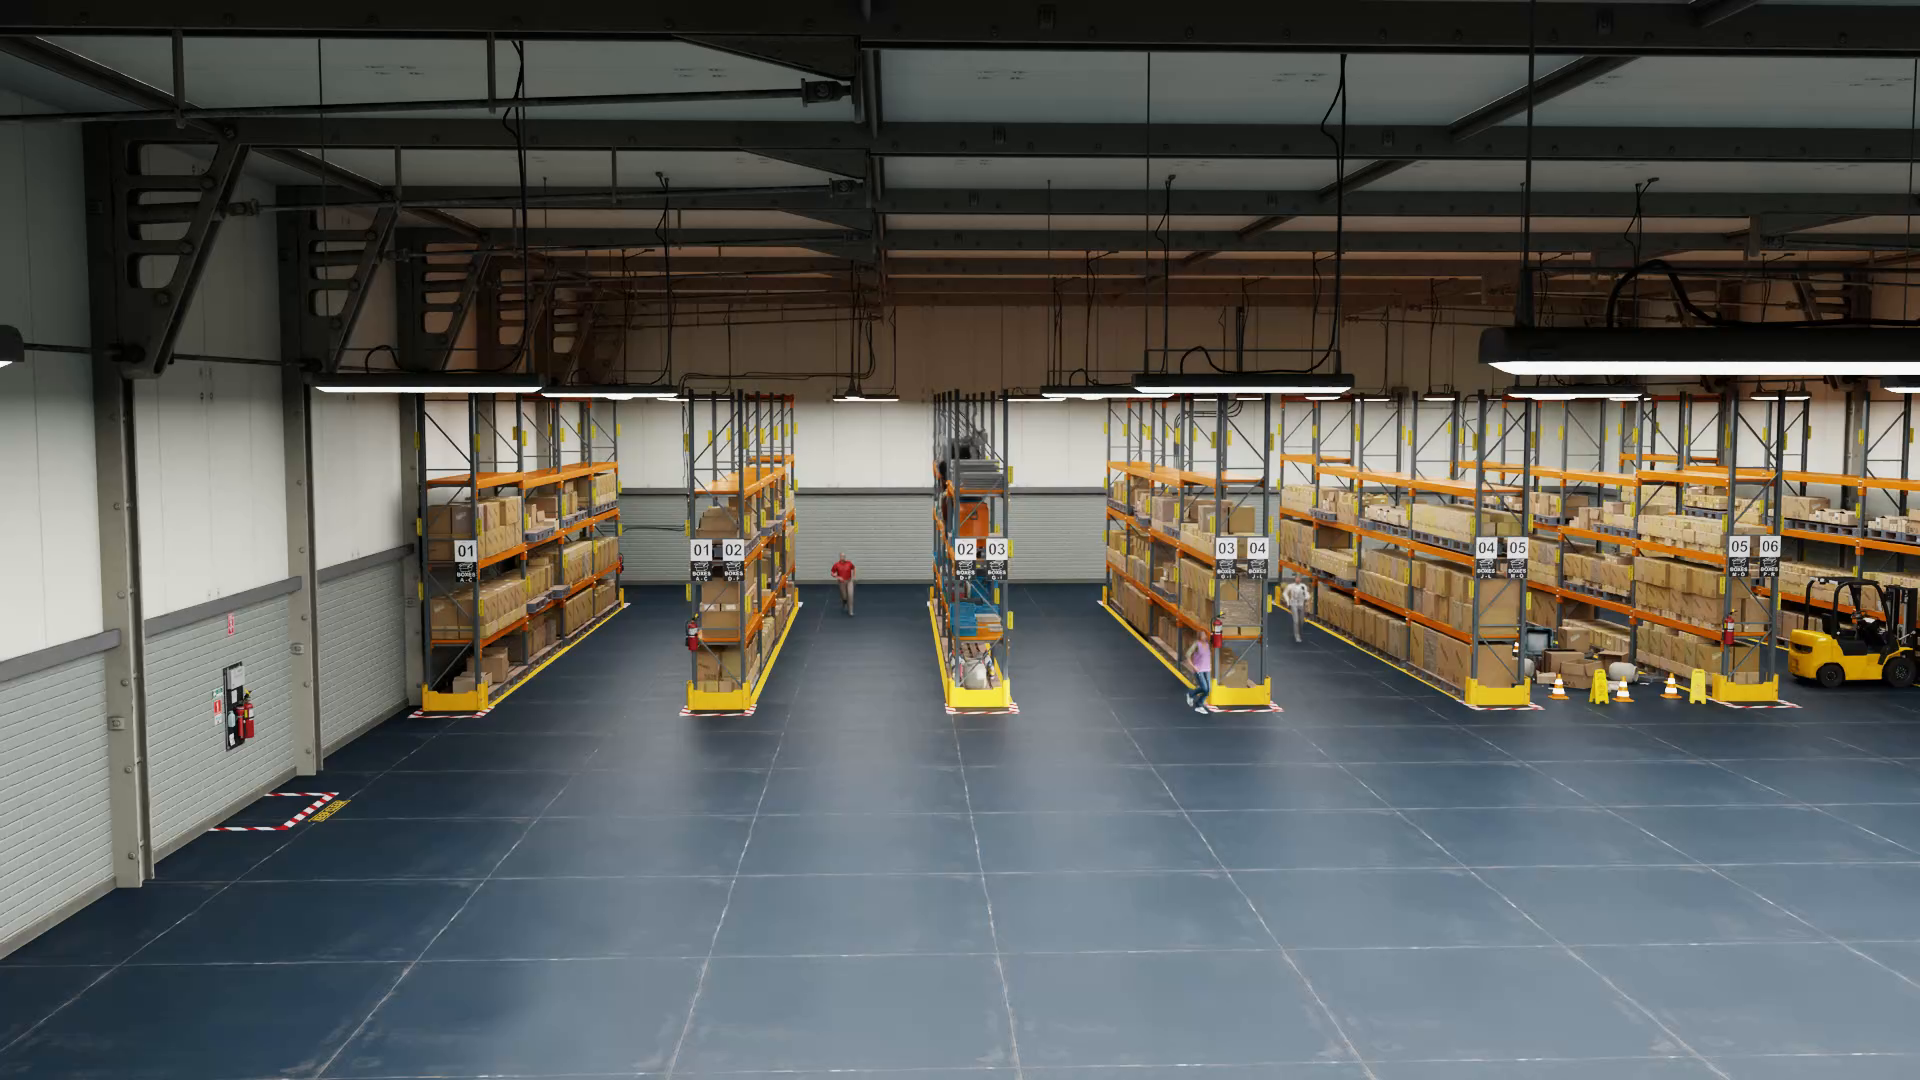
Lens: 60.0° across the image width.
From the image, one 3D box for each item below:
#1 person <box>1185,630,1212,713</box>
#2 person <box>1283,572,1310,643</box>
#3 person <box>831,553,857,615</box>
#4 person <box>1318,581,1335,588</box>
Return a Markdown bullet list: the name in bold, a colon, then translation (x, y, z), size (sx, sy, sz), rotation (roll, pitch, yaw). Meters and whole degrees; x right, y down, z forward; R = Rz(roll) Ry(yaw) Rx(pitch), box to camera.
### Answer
- **person**: translation (4.463, 2.439, 30.878), size (0.555, 1.547, 0.504), rotation (-4, 6, -38)
- **person**: translation (8.149, 1.600, 40.203), size (0.624, 1.669, 0.855), rotation (0, 5, -3)
- **person**: translation (-3.164, 1.188, 45.446), size (0.711, 1.694, 0.794), rotation (-1, 5, -14)
- **person**: translation (10.725, 0.832, 48.744), size (1.063, 1.765, 0.701), rotation (0, 5, -6)
